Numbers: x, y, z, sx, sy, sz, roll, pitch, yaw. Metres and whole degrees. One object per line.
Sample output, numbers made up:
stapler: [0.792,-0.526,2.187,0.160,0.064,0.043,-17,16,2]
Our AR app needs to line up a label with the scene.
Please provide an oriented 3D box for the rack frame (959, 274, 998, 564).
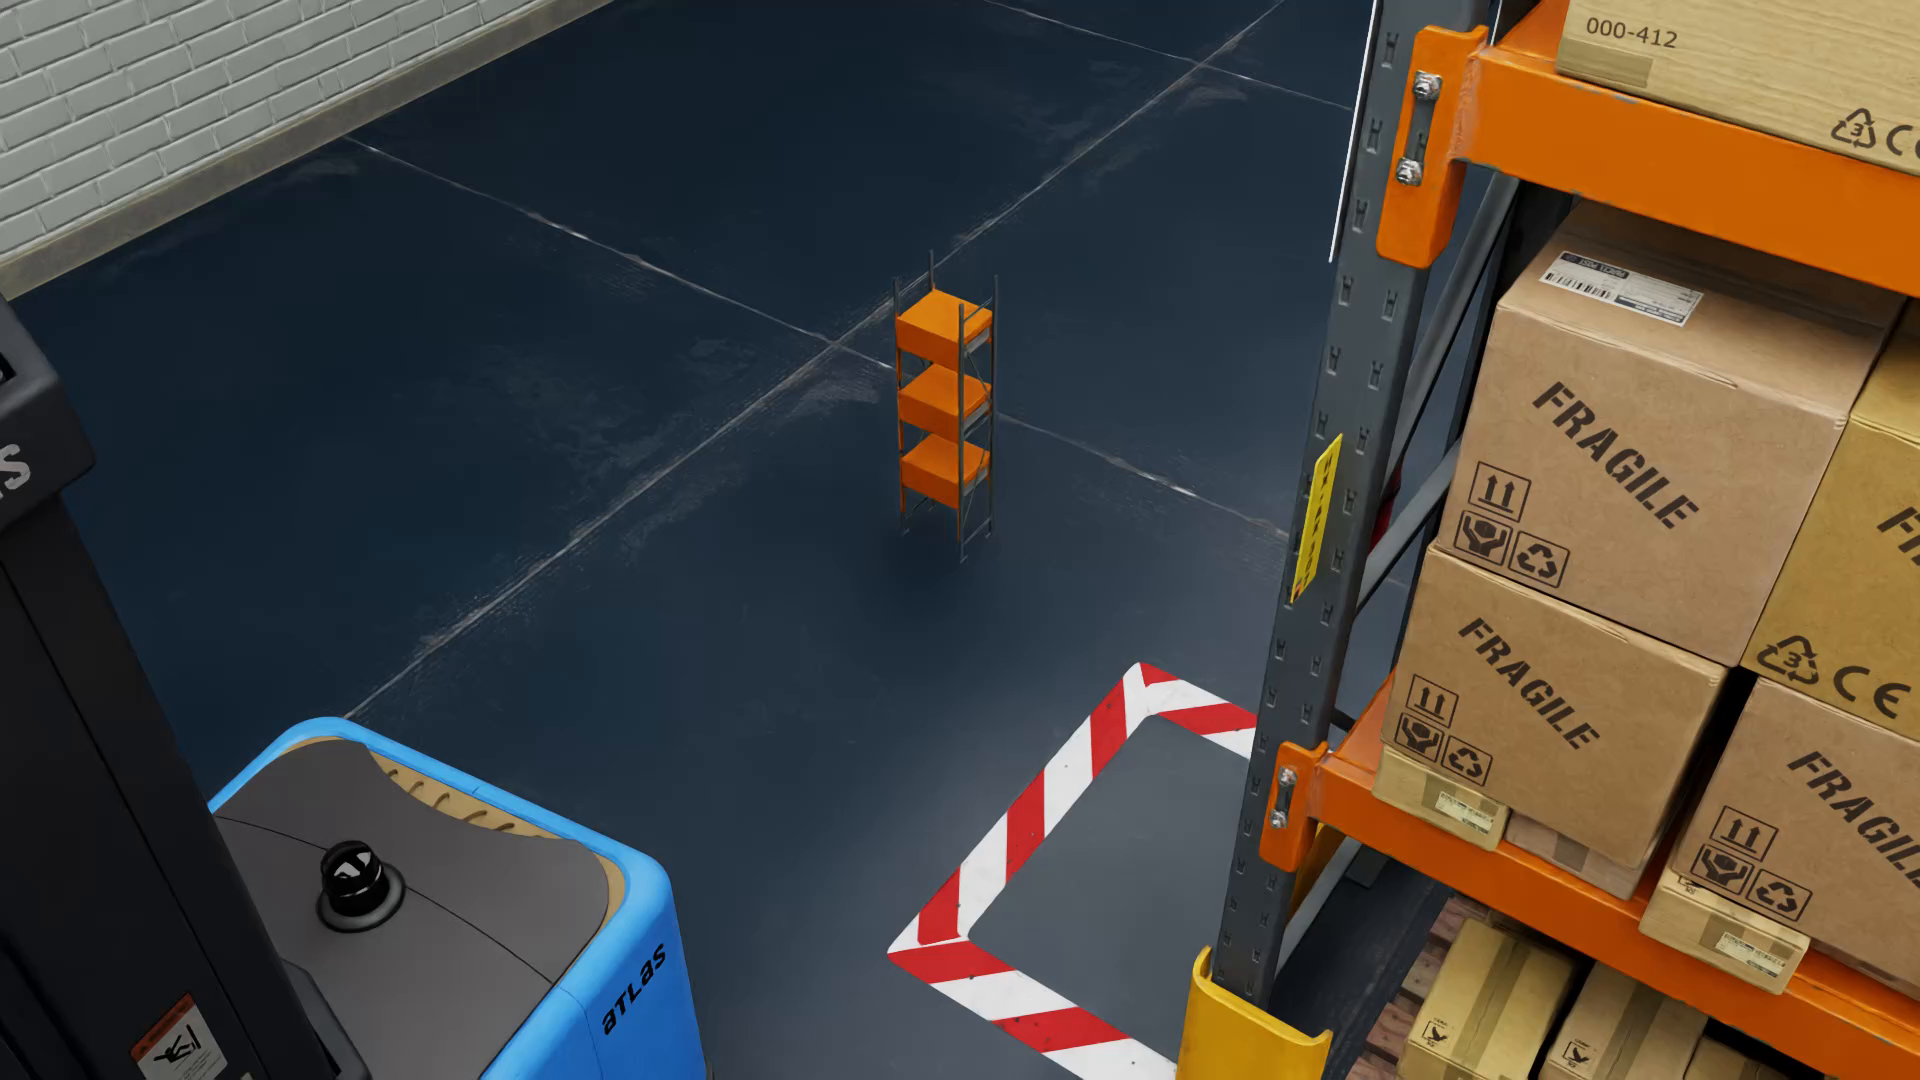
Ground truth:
rack frame: [0.056,-0.365,5.371,0.008,1.050,0.200,25,48,25]

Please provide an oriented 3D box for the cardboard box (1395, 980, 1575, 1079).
cardboard box: [1.213,1.128,3.840,0.250,0.149,0.380,27,48,27]

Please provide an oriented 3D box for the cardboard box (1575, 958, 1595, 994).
cardboard box: [1.750,1.029,4.174,0.250,0.149,0.380,27,48,27]

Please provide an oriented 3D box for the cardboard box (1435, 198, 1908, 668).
cardboard box: [1.146,-0.212,2.689,0.500,0.500,0.500,25,47,25]

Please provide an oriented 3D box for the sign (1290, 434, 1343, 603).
sign: [0.620,-0.034,2.890,0.005,0.325,0.100,25,48,25]

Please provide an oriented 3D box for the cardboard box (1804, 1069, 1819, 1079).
cardboard box: [2.127,1.264,3.910,0.250,0.149,0.380,26,48,26]

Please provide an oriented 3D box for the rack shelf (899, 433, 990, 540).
rack shelf: [-0.044,-0.197,5.615,0.240,0.259,0.215,25,48,25]

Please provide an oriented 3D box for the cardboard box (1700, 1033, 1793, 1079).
cardboard box: [1.655,1.309,3.638,0.250,0.149,0.380,26,48,26]

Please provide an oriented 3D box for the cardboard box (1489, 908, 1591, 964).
cardboard box: [1.527,0.833,4.169,0.250,0.149,0.380,24,47,24]

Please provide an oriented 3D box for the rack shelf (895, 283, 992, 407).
rack shelf: [-0.044,-0.615,5.241,0.240,0.259,0.215,25,48,25]

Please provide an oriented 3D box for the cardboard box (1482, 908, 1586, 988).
cardboard box: [1.482,0.986,4.222,0.250,0.149,0.380,26,48,26]

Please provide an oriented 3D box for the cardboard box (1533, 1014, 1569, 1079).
cardboard box: [1.437,1.329,3.838,0.250,0.149,0.380,25,47,25]

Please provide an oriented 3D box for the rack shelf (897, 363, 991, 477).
rack shelf: [-0.044,-0.404,5.430,0.240,0.259,0.215,25,48,25]

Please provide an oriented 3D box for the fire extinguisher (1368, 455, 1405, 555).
fire extinguisher: [0.990,-0.189,4.049,0.183,0.674,0.296,25,48,25]

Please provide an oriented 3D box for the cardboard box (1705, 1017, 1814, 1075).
cardboard box: [1.953,1.031,3.948,0.250,0.149,0.380,23,47,24]

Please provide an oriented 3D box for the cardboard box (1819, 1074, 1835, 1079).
cardboard box: [1.843,1.318,3.404,0.250,0.149,0.380,23,47,23]

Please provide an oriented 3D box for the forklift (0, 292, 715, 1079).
forklift: [-1.701,1.102,2.321,1.130,2.935,3.031,19,45,20]

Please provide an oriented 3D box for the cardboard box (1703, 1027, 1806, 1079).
cardboard box: [1.917,1.177,4.008,0.250,0.149,0.380,25,47,25]

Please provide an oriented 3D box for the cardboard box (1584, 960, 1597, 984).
cardboard box: [1.710,0.963,4.024,0.250,0.149,0.380,24,47,24]

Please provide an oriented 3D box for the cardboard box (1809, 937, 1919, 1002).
cardboard box: [1.721,0.620,2.996,0.250,0.149,0.380,27,49,27]

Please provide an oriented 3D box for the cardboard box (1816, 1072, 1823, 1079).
cardboard box: [2.114,1.191,3.770,0.250,0.149,0.380,25,47,25]

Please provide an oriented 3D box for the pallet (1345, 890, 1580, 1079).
pallet: [1.638,1.391,4.037,1.213,0.211,1.003,25,48,25]

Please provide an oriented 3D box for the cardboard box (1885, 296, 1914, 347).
cardboard box: [1.448,-0.489,2.999,0.500,0.500,0.500,24,47,25]

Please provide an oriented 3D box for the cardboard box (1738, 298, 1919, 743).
cardboard box: [1.563,-0.022,2.477,0.500,0.500,0.500,26,48,26]

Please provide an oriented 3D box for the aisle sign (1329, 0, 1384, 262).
aisle sign: [0.699,-0.841,2.491,0.004,0.787,0.394,25,48,25]

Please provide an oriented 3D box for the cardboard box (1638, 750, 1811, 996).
cardboard box: [1.430,0.596,3.023,0.250,0.149,0.380,24,47,24]

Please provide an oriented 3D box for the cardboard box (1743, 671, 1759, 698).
cardboard box: [1.865,0.076,3.118,0.500,0.500,0.500,24,47,25]

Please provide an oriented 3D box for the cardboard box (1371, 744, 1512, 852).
cardboard box: [1.008,0.389,3.254,0.250,0.149,0.380,25,47,25]

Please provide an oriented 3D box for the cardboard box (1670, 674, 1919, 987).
cardboard box: [1.593,0.358,2.803,0.500,0.500,0.500,25,48,25]

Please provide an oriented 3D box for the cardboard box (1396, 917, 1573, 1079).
cardboard box: [1.165,1.062,3.690,0.250,0.149,0.380,23,47,24]

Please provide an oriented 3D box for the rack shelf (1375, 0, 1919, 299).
rack shelf: [2.568,-0.092,1.893,4.000,0.370,1.077,25,48,25]

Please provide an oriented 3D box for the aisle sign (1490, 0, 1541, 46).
aisle sign: [1.043,-1.168,2.857,0.004,0.787,0.394,25,48,25]

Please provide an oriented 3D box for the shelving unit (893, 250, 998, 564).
shelving unit: [-0.044,-0.412,5.423,0.252,1.050,0.215,25,48,25]

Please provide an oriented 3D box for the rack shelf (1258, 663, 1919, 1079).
rack shelf: [2.568,1.026,2.893,4.000,0.370,1.077,25,48,25]

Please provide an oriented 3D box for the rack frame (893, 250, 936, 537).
rack frame: [-0.144,-0.458,5.475,0.008,1.050,0.200,25,48,25]

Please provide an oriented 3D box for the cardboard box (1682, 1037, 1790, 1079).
cardboard box: [1.592,1.269,3.460,0.250,0.149,0.380,25,47,25]

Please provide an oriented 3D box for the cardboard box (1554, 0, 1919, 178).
cardboard box: [1.152,-0.758,2.211,0.500,0.250,0.500,27,48,27]

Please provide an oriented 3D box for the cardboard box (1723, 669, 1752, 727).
cardboard box: [1.756,0.260,3.399,0.250,0.149,0.380,25,47,25]

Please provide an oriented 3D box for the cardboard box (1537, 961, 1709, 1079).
cardboard box: [1.460,1.102,3.645,0.250,0.149,0.380,26,48,26]

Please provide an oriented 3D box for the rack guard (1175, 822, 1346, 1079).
rack guard: [0.993,0.953,4.310,0.348,0.500,1.175,25,48,25]

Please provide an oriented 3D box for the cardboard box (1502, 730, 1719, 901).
cardboard box: [1.240,0.464,3.171,0.250,0.149,0.380,27,48,27]

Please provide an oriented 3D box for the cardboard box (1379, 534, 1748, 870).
cardboard box: [1.140,0.167,3.016,0.500,0.500,0.500,27,49,27]

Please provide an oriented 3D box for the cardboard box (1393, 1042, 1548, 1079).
cardboard box: [1.176,1.273,3.900,0.250,0.149,0.380,26,48,26]

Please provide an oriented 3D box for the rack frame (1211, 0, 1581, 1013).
rack frame: [0.931,-0.008,3.509,0.127,3.000,1.000,25,48,25]
